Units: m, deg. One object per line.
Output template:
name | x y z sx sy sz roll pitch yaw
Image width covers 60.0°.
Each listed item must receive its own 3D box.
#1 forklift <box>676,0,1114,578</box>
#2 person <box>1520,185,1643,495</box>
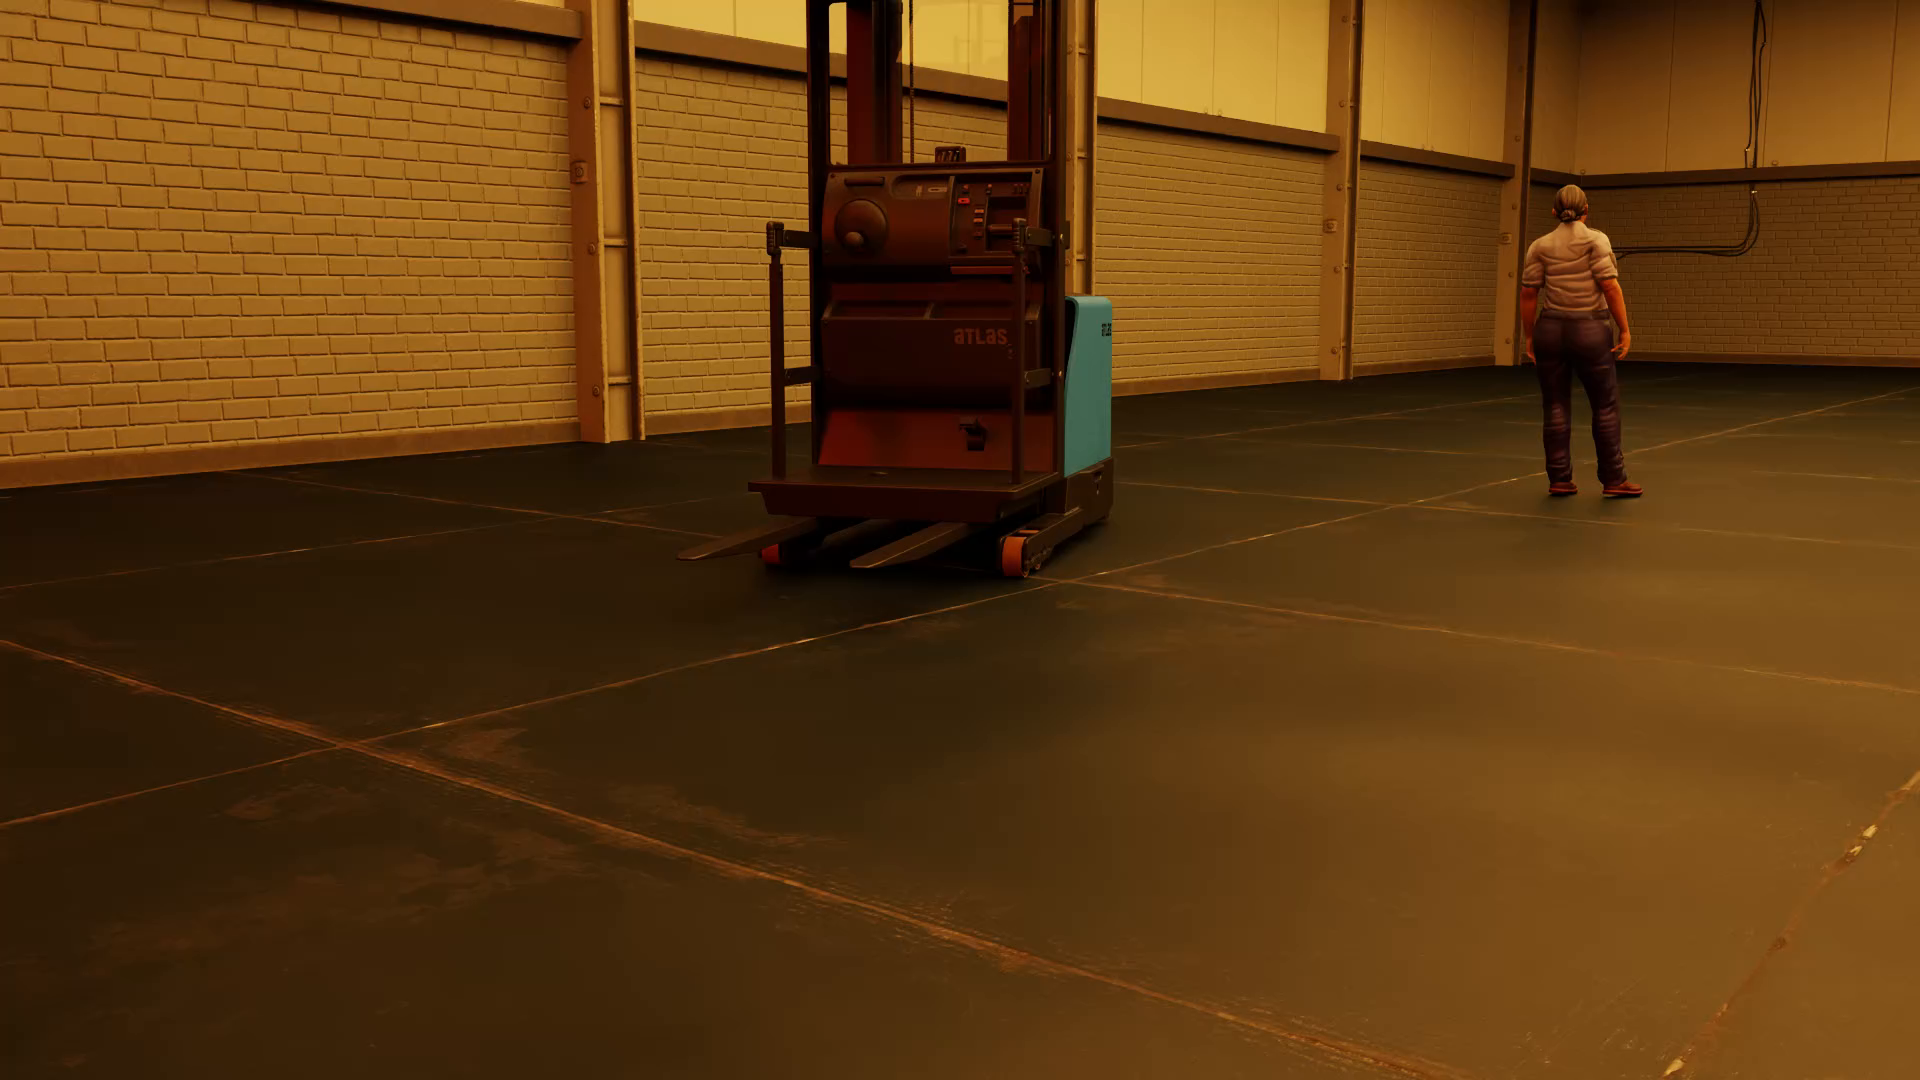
forklift | -0.176 -1.366 6.616 1.130 2.935 3.031 3 9 17
person | 3.359 -1.069 8.970 0.599 1.650 0.503 7 11 41
